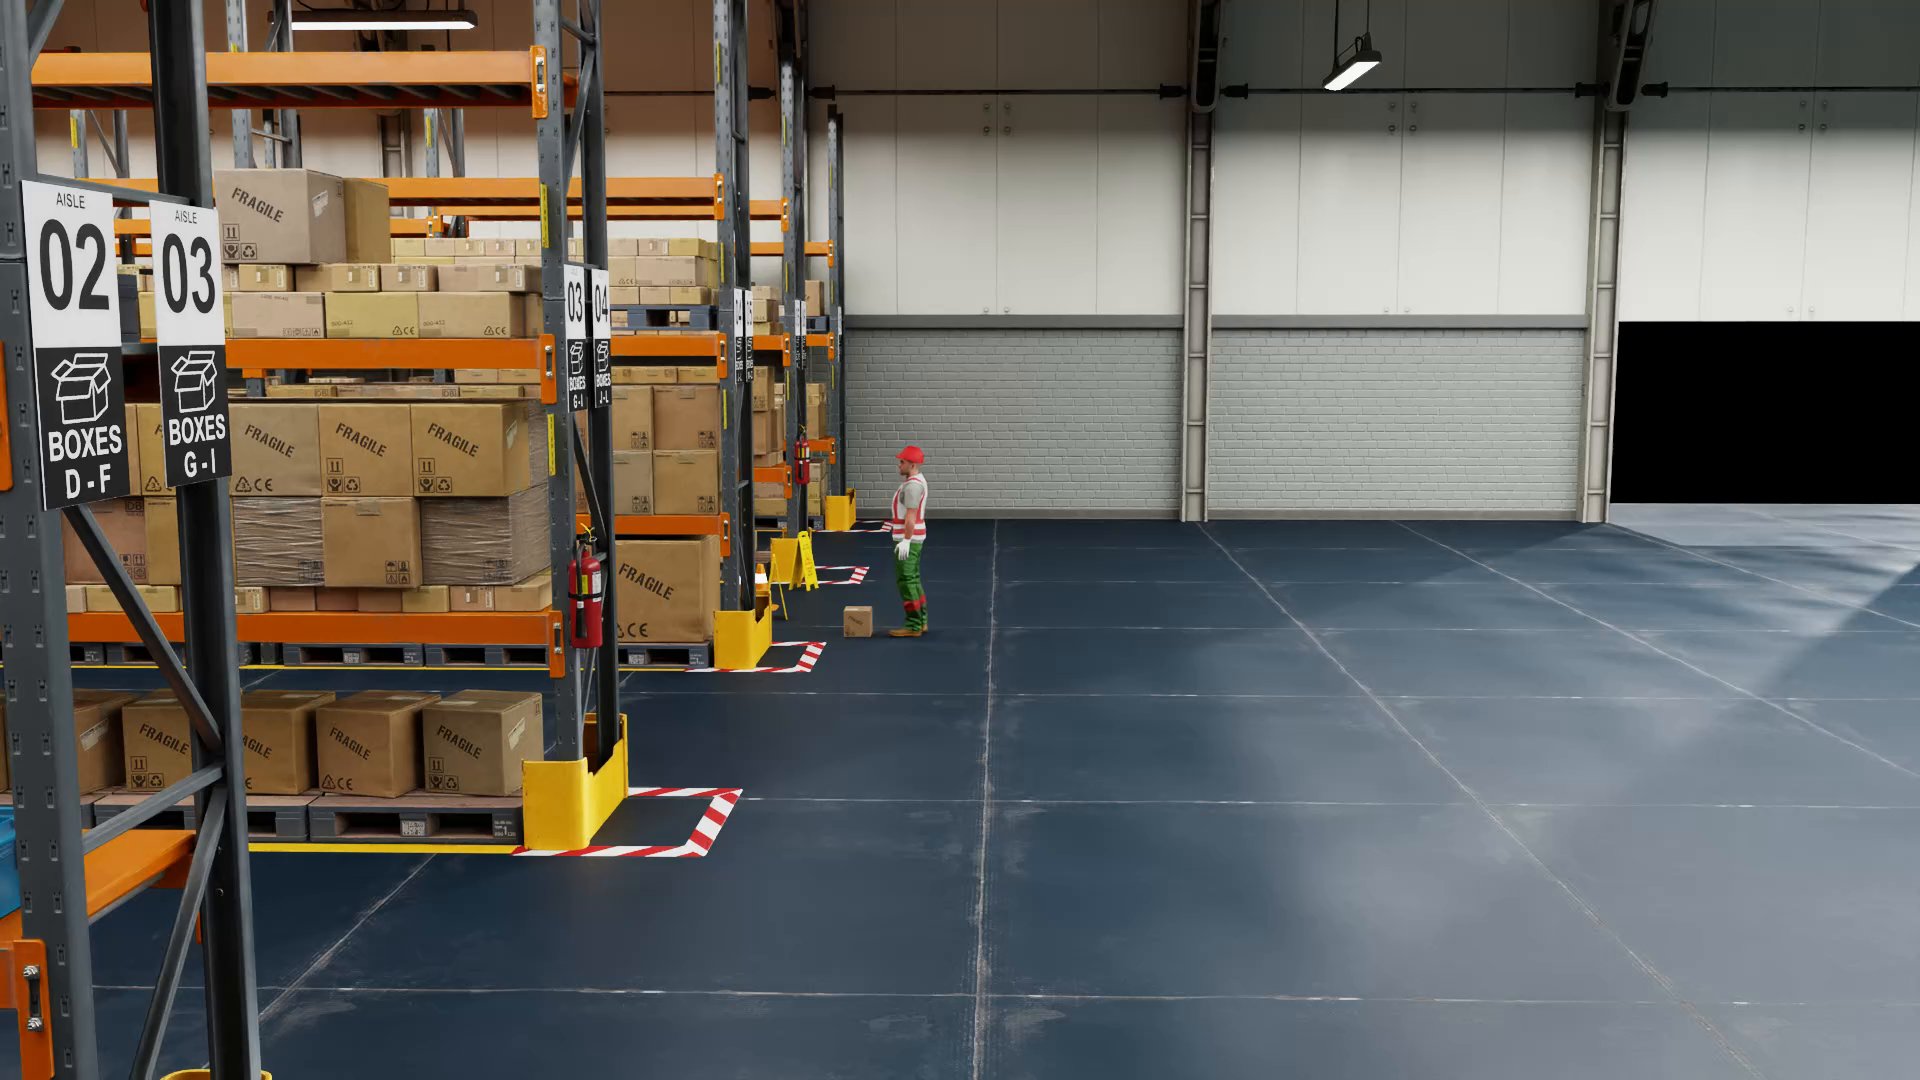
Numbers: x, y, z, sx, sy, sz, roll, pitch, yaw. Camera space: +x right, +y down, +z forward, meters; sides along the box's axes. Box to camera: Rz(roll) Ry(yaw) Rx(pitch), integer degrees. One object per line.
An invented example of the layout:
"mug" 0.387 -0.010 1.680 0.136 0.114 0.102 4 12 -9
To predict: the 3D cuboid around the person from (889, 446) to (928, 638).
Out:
"person" -0.485 0.039 15.583 0.356 1.844 0.525 0 7 3
